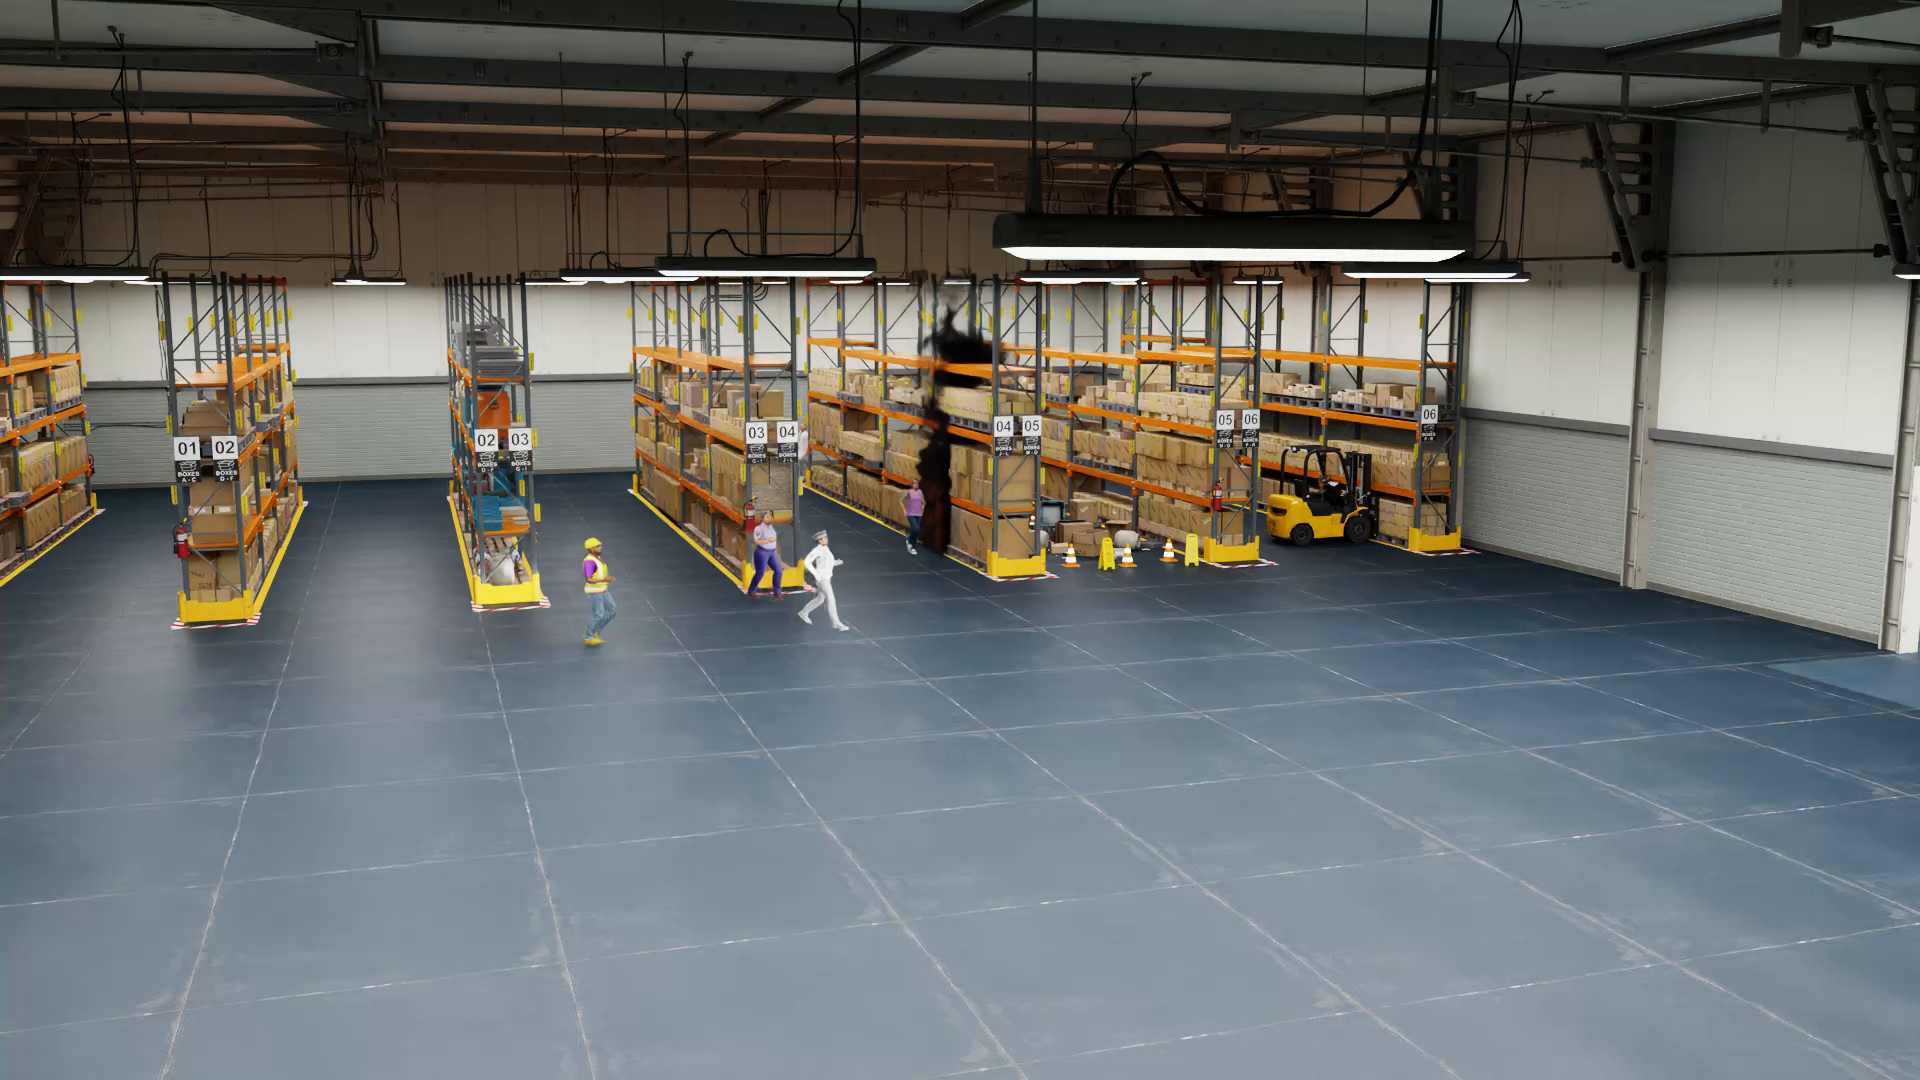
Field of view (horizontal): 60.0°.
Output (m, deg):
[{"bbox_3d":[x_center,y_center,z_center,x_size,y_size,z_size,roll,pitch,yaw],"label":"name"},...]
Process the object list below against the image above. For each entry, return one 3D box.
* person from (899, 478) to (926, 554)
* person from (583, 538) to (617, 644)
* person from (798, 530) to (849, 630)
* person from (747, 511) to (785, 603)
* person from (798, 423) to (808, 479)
[{"bbox_3d":[-0.941,-0.480,34.129,0.481,1.581,0.550,-5,10,-29],"label":"person"},{"bbox_3d":[-5.798,0.833,26.786,0.626,1.750,0.680,1,9,6],"label":"person"},{"bbox_3d":[-2.304,0.659,27.966,0.919,1.684,0.593,2,9,13],"label":"person"},{"bbox_3d":[-3.597,0.322,30.570,0.715,1.717,0.607,6,10,34],"label":"person"},{"bbox_3d":[-4.660,-2.585,49.446,0.755,1.804,0.770,-5,10,-32],"label":"person"}]
